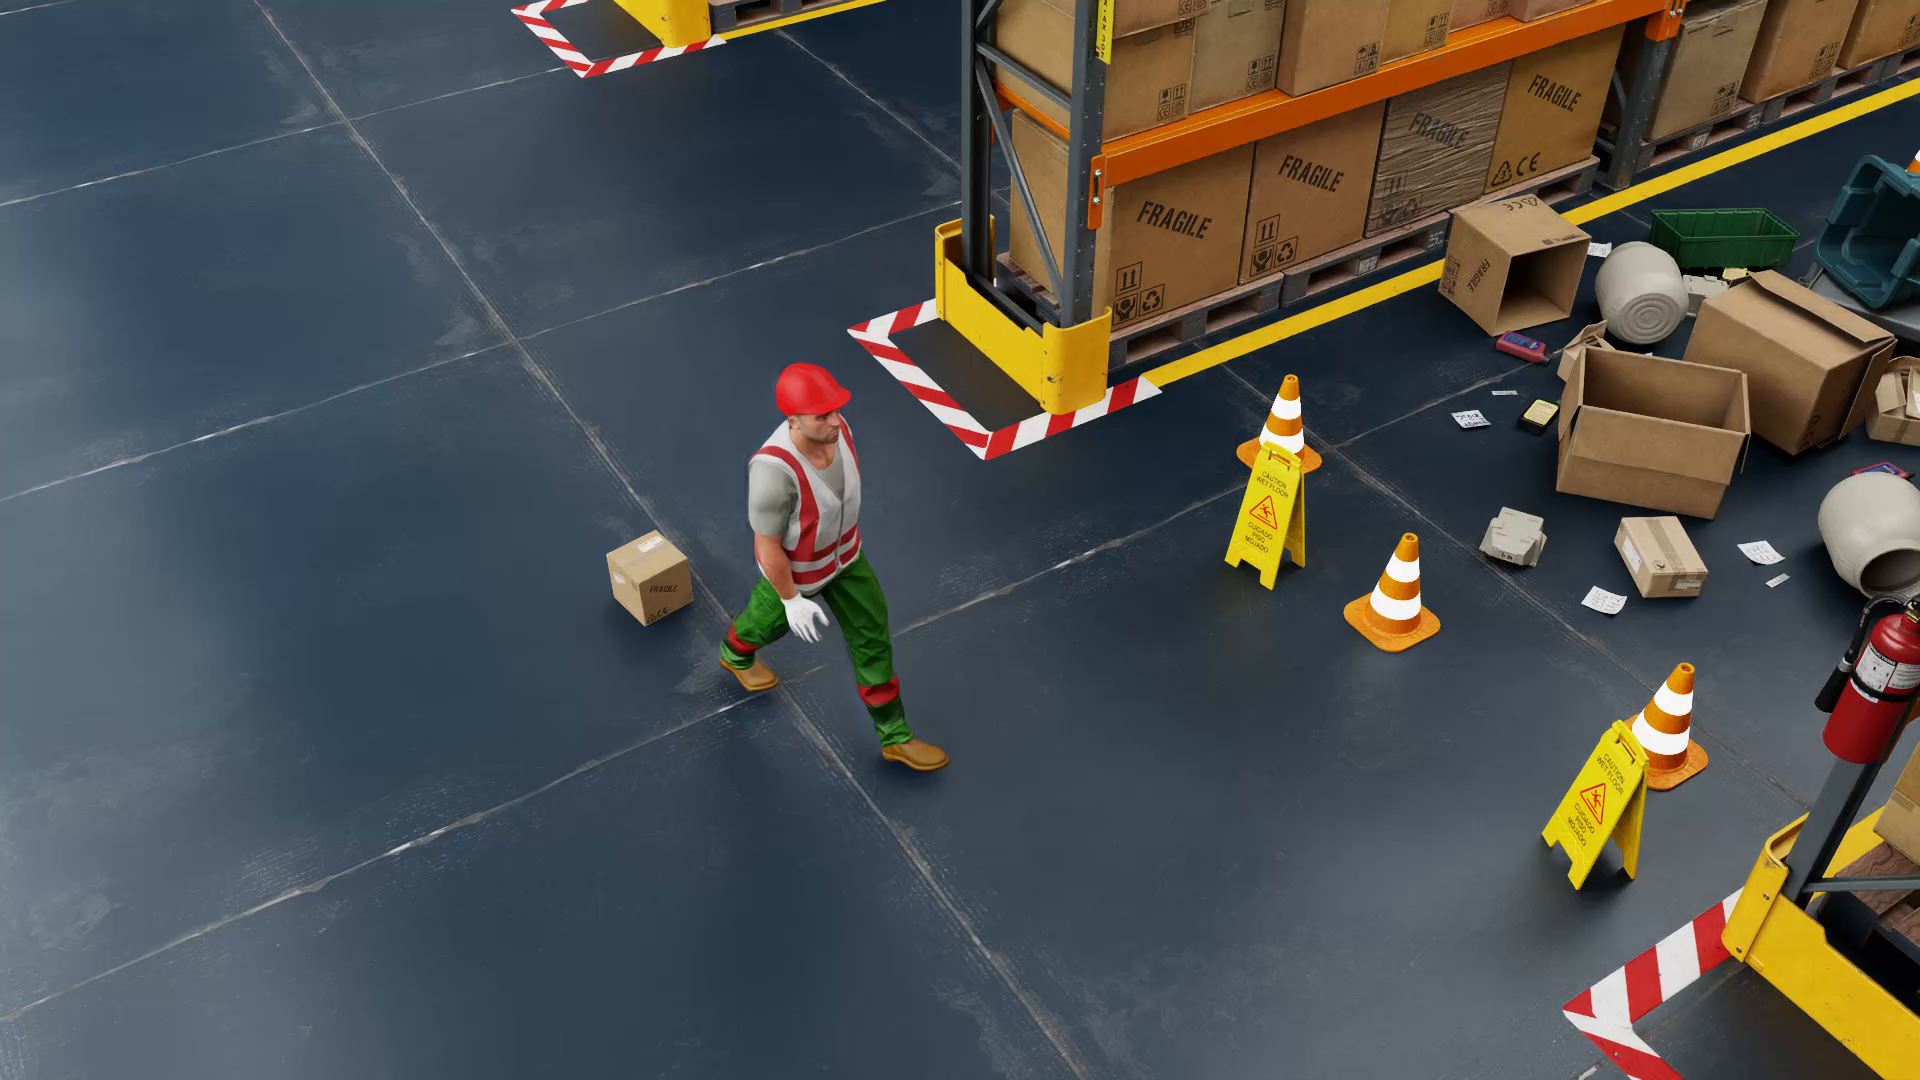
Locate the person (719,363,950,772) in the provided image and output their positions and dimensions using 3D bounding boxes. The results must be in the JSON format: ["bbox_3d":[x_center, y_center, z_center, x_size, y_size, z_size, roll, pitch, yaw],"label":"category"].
[{"bbox_3d":[-0.525,0.081,6.060,1.097,1.736,0.540,29,48,30],"label":"person"}]
